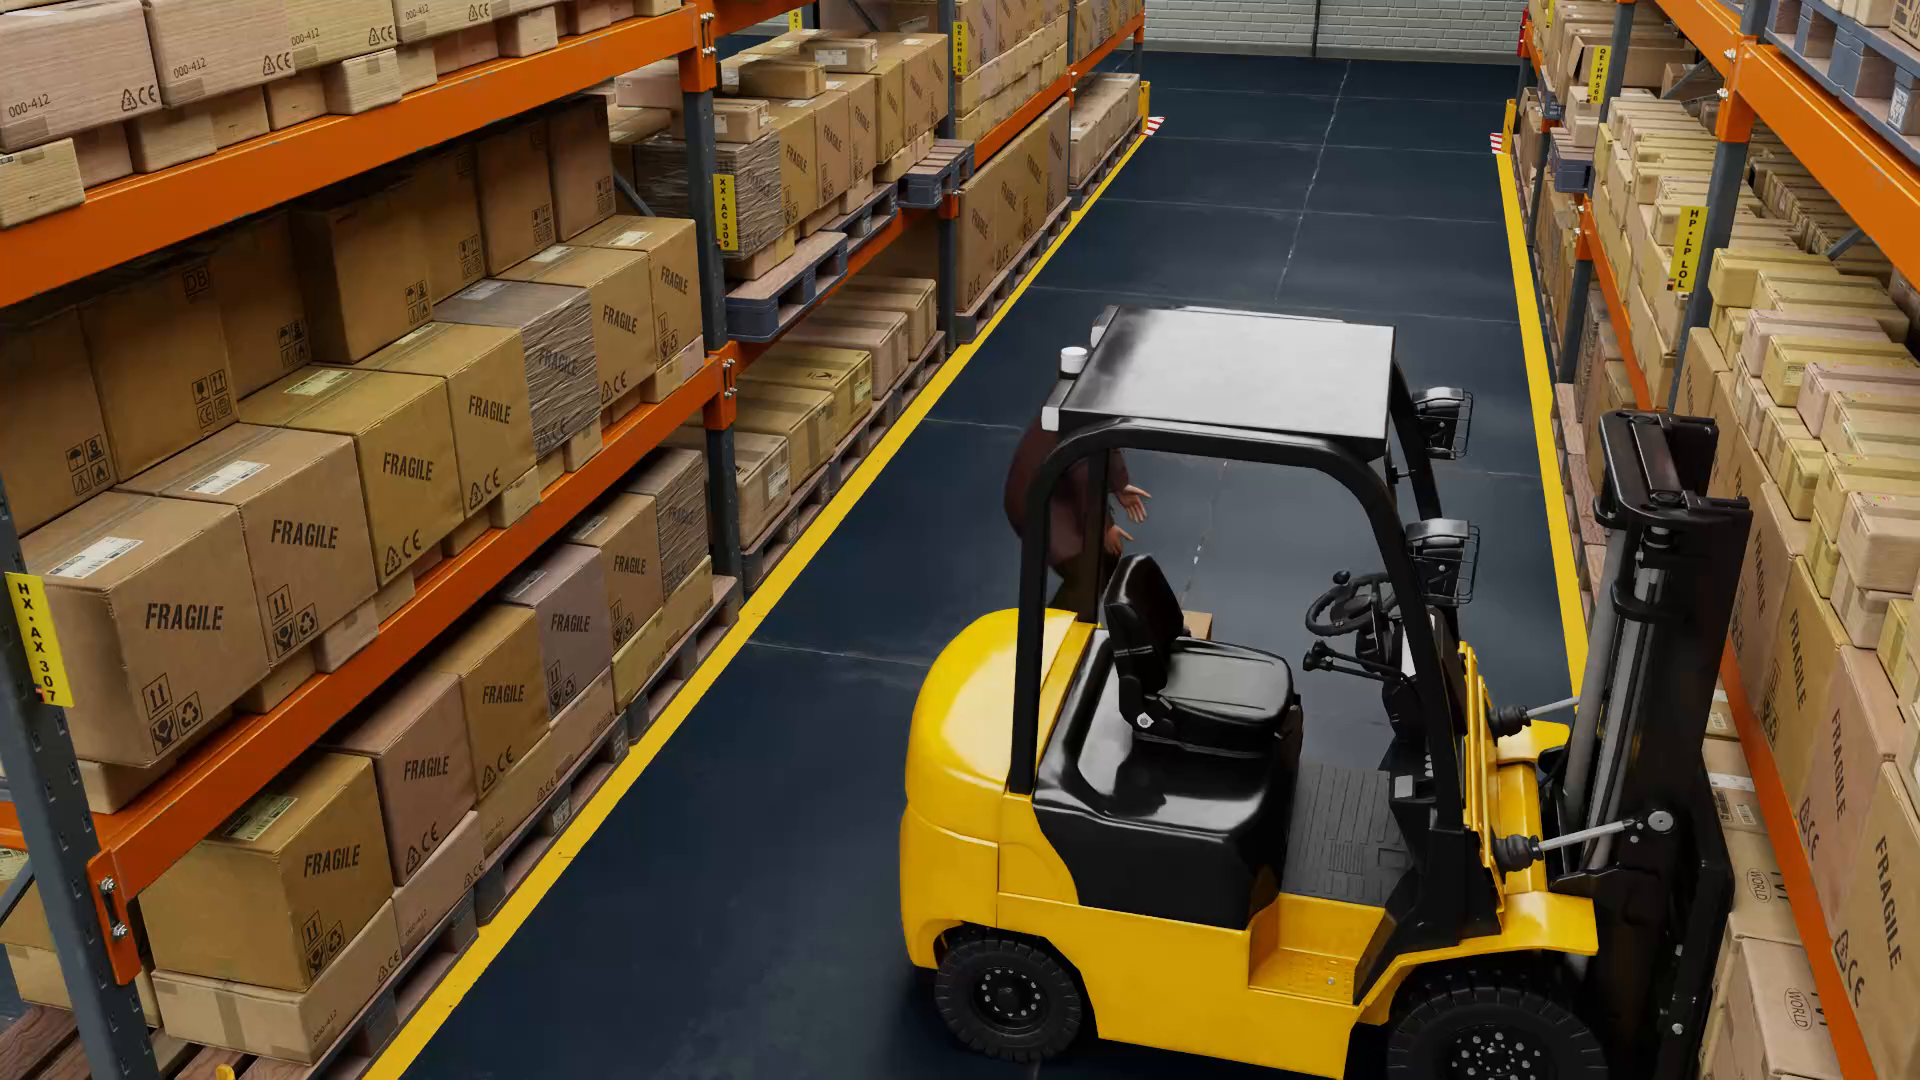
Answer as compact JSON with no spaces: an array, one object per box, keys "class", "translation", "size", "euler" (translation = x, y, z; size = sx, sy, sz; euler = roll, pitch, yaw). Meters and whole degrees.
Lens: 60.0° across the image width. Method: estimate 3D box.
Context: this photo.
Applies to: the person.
[{"class":"person","translation":[0.507,-0.168,7.262],"size":[0.612,1.552,0.626],"euler":[6,26,14]}]
